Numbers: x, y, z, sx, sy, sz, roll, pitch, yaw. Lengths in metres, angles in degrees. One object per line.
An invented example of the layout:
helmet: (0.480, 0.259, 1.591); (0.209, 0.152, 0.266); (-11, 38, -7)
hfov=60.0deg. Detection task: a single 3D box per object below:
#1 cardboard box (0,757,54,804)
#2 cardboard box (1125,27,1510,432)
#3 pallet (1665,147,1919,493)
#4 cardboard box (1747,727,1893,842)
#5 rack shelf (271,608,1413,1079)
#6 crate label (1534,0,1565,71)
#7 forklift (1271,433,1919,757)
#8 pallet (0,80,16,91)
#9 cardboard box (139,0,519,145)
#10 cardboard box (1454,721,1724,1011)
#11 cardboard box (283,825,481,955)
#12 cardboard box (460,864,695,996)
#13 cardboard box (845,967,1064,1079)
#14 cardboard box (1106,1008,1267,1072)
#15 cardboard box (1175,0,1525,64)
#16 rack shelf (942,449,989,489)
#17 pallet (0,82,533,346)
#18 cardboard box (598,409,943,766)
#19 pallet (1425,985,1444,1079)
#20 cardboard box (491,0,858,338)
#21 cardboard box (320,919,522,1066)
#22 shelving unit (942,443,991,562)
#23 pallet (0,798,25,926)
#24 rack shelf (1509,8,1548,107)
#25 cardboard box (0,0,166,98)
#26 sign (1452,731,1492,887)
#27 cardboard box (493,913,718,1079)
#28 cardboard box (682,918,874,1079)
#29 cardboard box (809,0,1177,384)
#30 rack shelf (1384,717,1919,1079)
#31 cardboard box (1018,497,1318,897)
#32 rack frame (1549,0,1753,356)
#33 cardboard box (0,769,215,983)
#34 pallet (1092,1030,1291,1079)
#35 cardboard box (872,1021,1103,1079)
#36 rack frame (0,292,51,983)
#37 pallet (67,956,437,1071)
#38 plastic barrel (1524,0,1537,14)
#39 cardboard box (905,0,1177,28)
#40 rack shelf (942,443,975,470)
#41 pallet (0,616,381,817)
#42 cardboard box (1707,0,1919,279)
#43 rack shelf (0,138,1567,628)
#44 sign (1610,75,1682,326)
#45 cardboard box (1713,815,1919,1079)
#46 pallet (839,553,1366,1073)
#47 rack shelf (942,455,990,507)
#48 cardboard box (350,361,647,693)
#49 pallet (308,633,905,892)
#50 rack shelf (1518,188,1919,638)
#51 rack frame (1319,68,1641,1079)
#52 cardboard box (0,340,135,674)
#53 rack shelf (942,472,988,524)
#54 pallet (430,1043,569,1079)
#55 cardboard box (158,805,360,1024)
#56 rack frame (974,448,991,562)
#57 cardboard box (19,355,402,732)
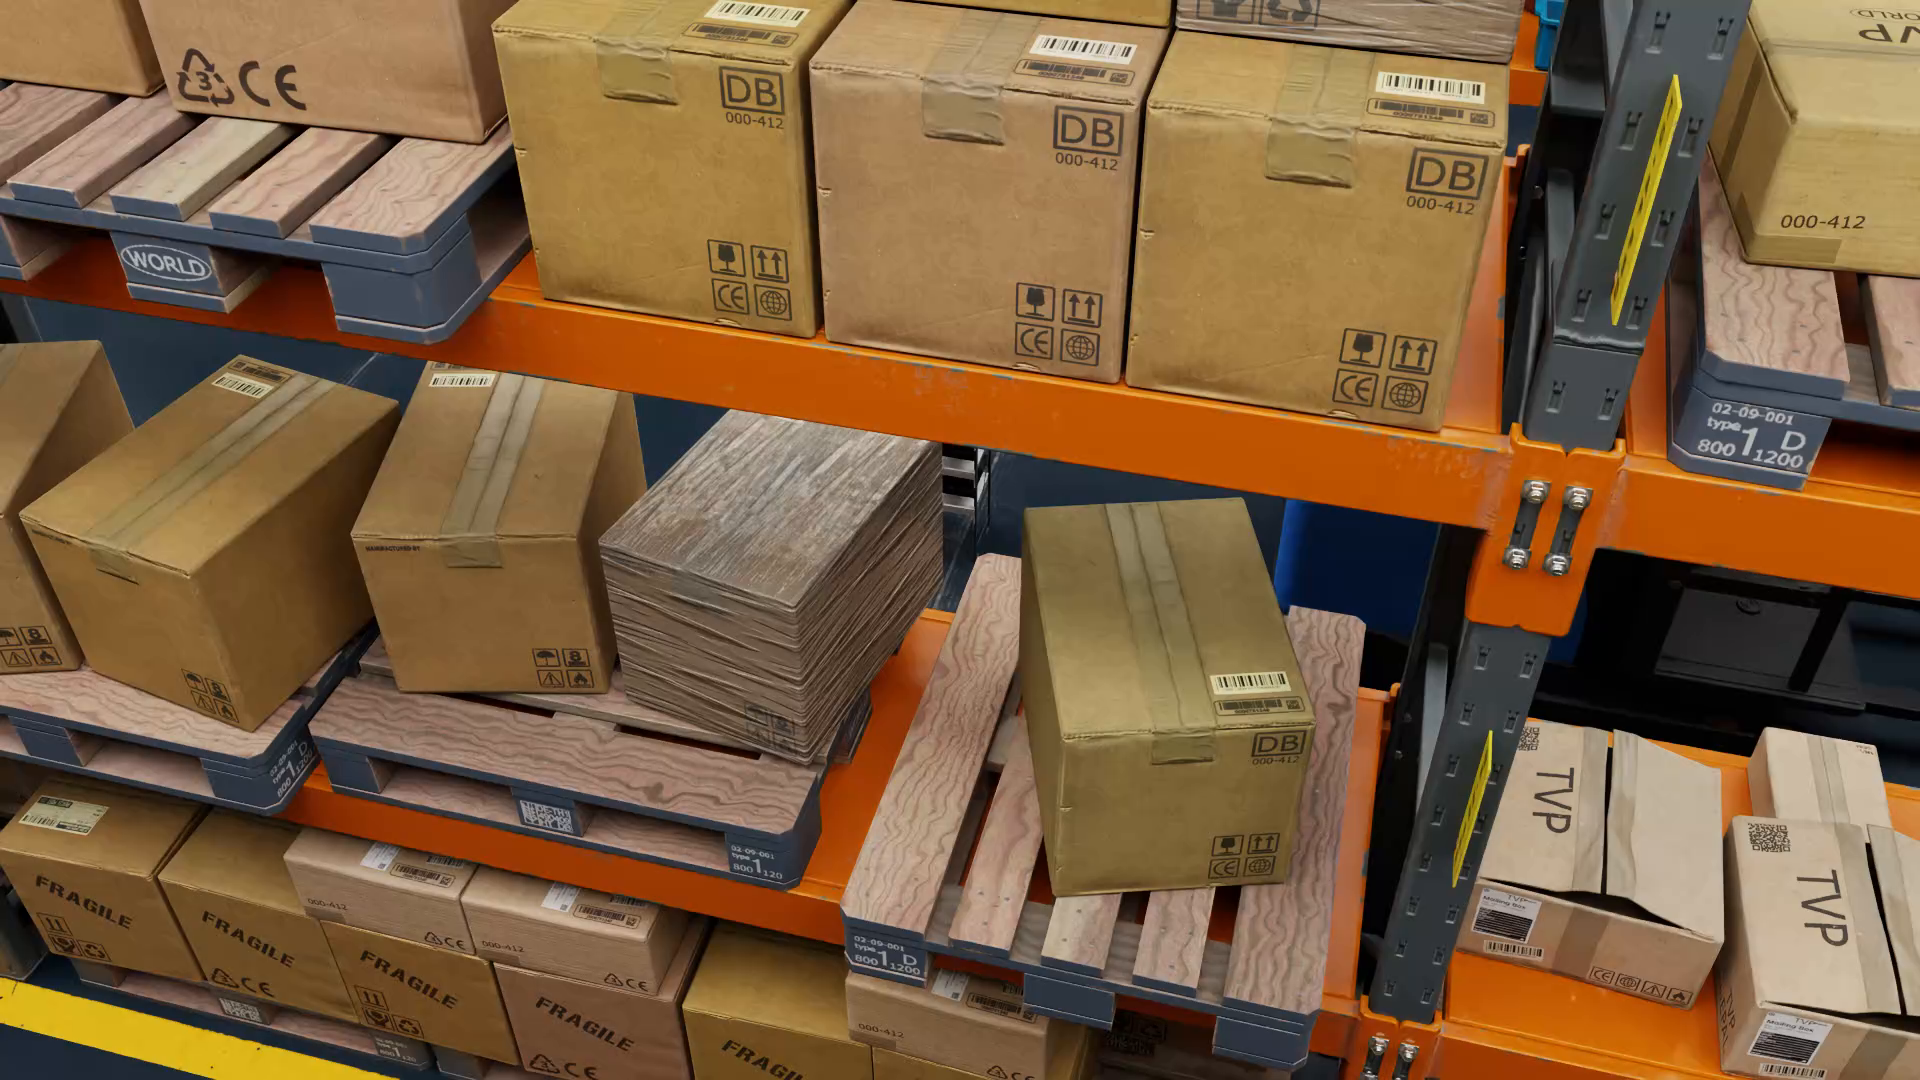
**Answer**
cardboard box: (-3.159, 0.553, 5.507); (0.500, 0.311, 0.500); (10, 41, 11)
cardboard box: (0.624, -0.677, 2.814); (0.500, 0.500, 0.910); (10, 41, 11)
pallet: (1.733, -0.458, 2.777); (1.003, 0.211, 1.213); (12, 41, 13)
cardboard box: (1.994, 0.635, 3.856); (0.250, 0.149, 0.380); (10, 41, 11)
rack shelf: (-0.878, 0.504, 4.377); (4.000, 0.370, 1.077); (10, 41, 11)
crate label: (2.648, -2.148, 7.106); (0.416, 0.233, 0.303); (10, 41, 11)
forklift: (2.689, -0.698, 5.302); (3.031, 2.935, 1.130); (10, 41, 11)
pallet: (-2.198, -1.028, 3.456); (1.003, 0.211, 1.213); (10, 41, 11)
cardboard box: (-1.053, -1.140, 2.961); (0.600, 0.600, 0.600); (8, 41, 10)
cardboard box: (1.394, 0.683, 3.674); (0.500, 0.311, 0.500); (12, 42, 14)
cardboard box: (-1.440, 0.796, 4.488); (0.500, 0.250, 0.500); (10, 41, 12)
cardboard box: (-0.955, 0.879, 4.390); (0.500, 0.250, 0.500); (9, 41, 11)
cardboard box: (0.035, 1.046, 4.190); (0.500, 0.250, 0.500); (11, 41, 13)
cardboard box: (0.688, 1.097, 4.713); (0.500, 0.500, 0.500); (11, 41, 13)
cardboard box: (0.634, -1.085, 2.522); (0.500, 0.500, 0.500); (10, 41, 11)
rack shelf: (-0.008, -0.320, 6.484); (0.200, 0.077, 0.258); (10, 41, 11)
pallet: (-1.195, -0.858, 3.253); (1.003, 0.211, 1.213); (10, 41, 11)
cardboard box: (-0.417, 0.057, 3.946); (0.500, 0.500, 0.700); (17, 43, 20)
pallet: (1.839, 1.790, 4.454); (1.213, 0.211, 1.003); (10, 41, 11)
cardboard box: (-0.371, -0.849, 3.018); (0.500, 0.500, 0.910); (10, 41, 11)
cardboard box: (-1.407, 1.086, 4.726); (0.500, 0.500, 0.500); (10, 41, 12)
shelving unit: (-0.008, -0.346, 6.462); (0.210, 0.900, 0.258); (10, 41, 11)
pallet: (-3.473, 0.849, 5.575); (1.213, 0.211, 1.003); (10, 41, 11)
rack shelf: (4.270, -1.907, 7.248); (4.000, 0.370, 1.077); (10, 41, 11)
cardboard box: (-1.691, -1.263, 3.107); (0.600, 0.600, 0.600); (9, 41, 11)
sign: (0.923, 0.487, 2.999); (0.005, 0.325, 0.100); (10, 41, 11)
cardboard box: (-0.918, 1.171, 4.625); (0.500, 0.500, 0.500); (8, 41, 10)
cardboard box: (-0.410, 1.254, 4.526); (0.500, 0.500, 0.500); (8, 41, 10)
cardboard box: (0.131, -0.762, 2.915); (0.500, 0.500, 0.910); (10, 41, 11)
rack shelf: (2.986, 1.169, 3.585); (4.000, 0.370, 1.077); (10, 41, 11)
cardboard box: (0.417, 0.327, 3.623); (0.500, 0.500, 0.700); (-3, 40, -3)
rack frame: (1.054, -1.736, 1.820); (0.127, 3.000, 1.000); (10, 41, 11)
cardboard box: (-2.406, 0.917, 4.928); (0.500, 0.500, 0.500); (8, 41, 9)
pallet: (0.343, 1.481, 4.822); (1.213, 0.211, 1.003); (10, 41, 11)
cardboard box: (0.090, 1.340, 4.423); (0.500, 0.500, 0.500); (11, 41, 13)
rack frame: (-2.810, -0.104, 4.541); (0.127, 3.000, 1.000); (10, 41, 11)
pallet: (-2.014, 1.076, 5.305); (1.213, 0.211, 1.003); (10, 41, 11)
plastic barrel: (2.865, -2.679, 7.501); (0.708, 0.536, 0.600); (10, 41, 11)
cardboard box: (0.142, -1.170, 2.623); (0.500, 0.500, 0.500); (10, 41, 11)
rack shelf: (-0.008, -0.389, 6.426); (0.200, 0.077, 0.258); (10, 41, 11)
pallet: (-2.066, 0.170, 4.364); (1.213, 0.211, 1.003); (10, 41, 11)
cardboard box: (1.507, -0.650, 2.650); (0.500, 0.250, 0.500); (7, 41, 8)
rack shelf: (-0.878, -0.644, 3.412); (4.000, 0.370, 1.077); (10, 41, 11)
sign: (0.912, -0.449, 2.217); (0.005, 0.325, 0.100); (10, 41, 11)
cardboard box: (1.868, 0.864, 3.458); (0.500, 0.311, 0.500); (9, 41, 11)
pallet: (0.381, 0.566, 3.893); (1.003, 0.211, 1.213); (10, 41, 11)
rack shelf: (-0.008, -0.252, 6.542); (0.200, 0.077, 0.258); (10, 41, 11)
cardboard box: (-1.087, -0.047, 4.070); (0.500, 0.500, 0.700); (0, 40, 0)
pallet: (-0.826, 0.314, 4.193); (1.213, 0.211, 1.003); (10, 41, 11)
rack shelf: (2.986, 0.021, 2.620); (4.000, 0.370, 1.077); (10, 41, 11)
rack frame: (1.054, 0.561, 3.749); (0.127, 3.000, 1.000); (10, 41, 11)
cardboard box: (-2.410, -0.085, 4.115); (0.500, 0.500, 0.700); (-3, 40, -3)
rack shelf: (-0.008, -0.183, 6.599); (0.200, 0.077, 0.258); (10, 41, 11)
pallet: (-0.832, 1.277, 5.065); (1.213, 0.211, 1.003); (10, 41, 11)
cardboard box: (-1.887, 0.999, 4.830); (0.500, 0.500, 0.500); (10, 41, 12)
rack frame: (0.090, -0.329, 6.442); (0.006, 0.900, 0.240); (10, 41, 11)
cardboard box: (-1.729, -0.010, 4.025); (0.500, 0.500, 0.700); (16, 43, 18)
